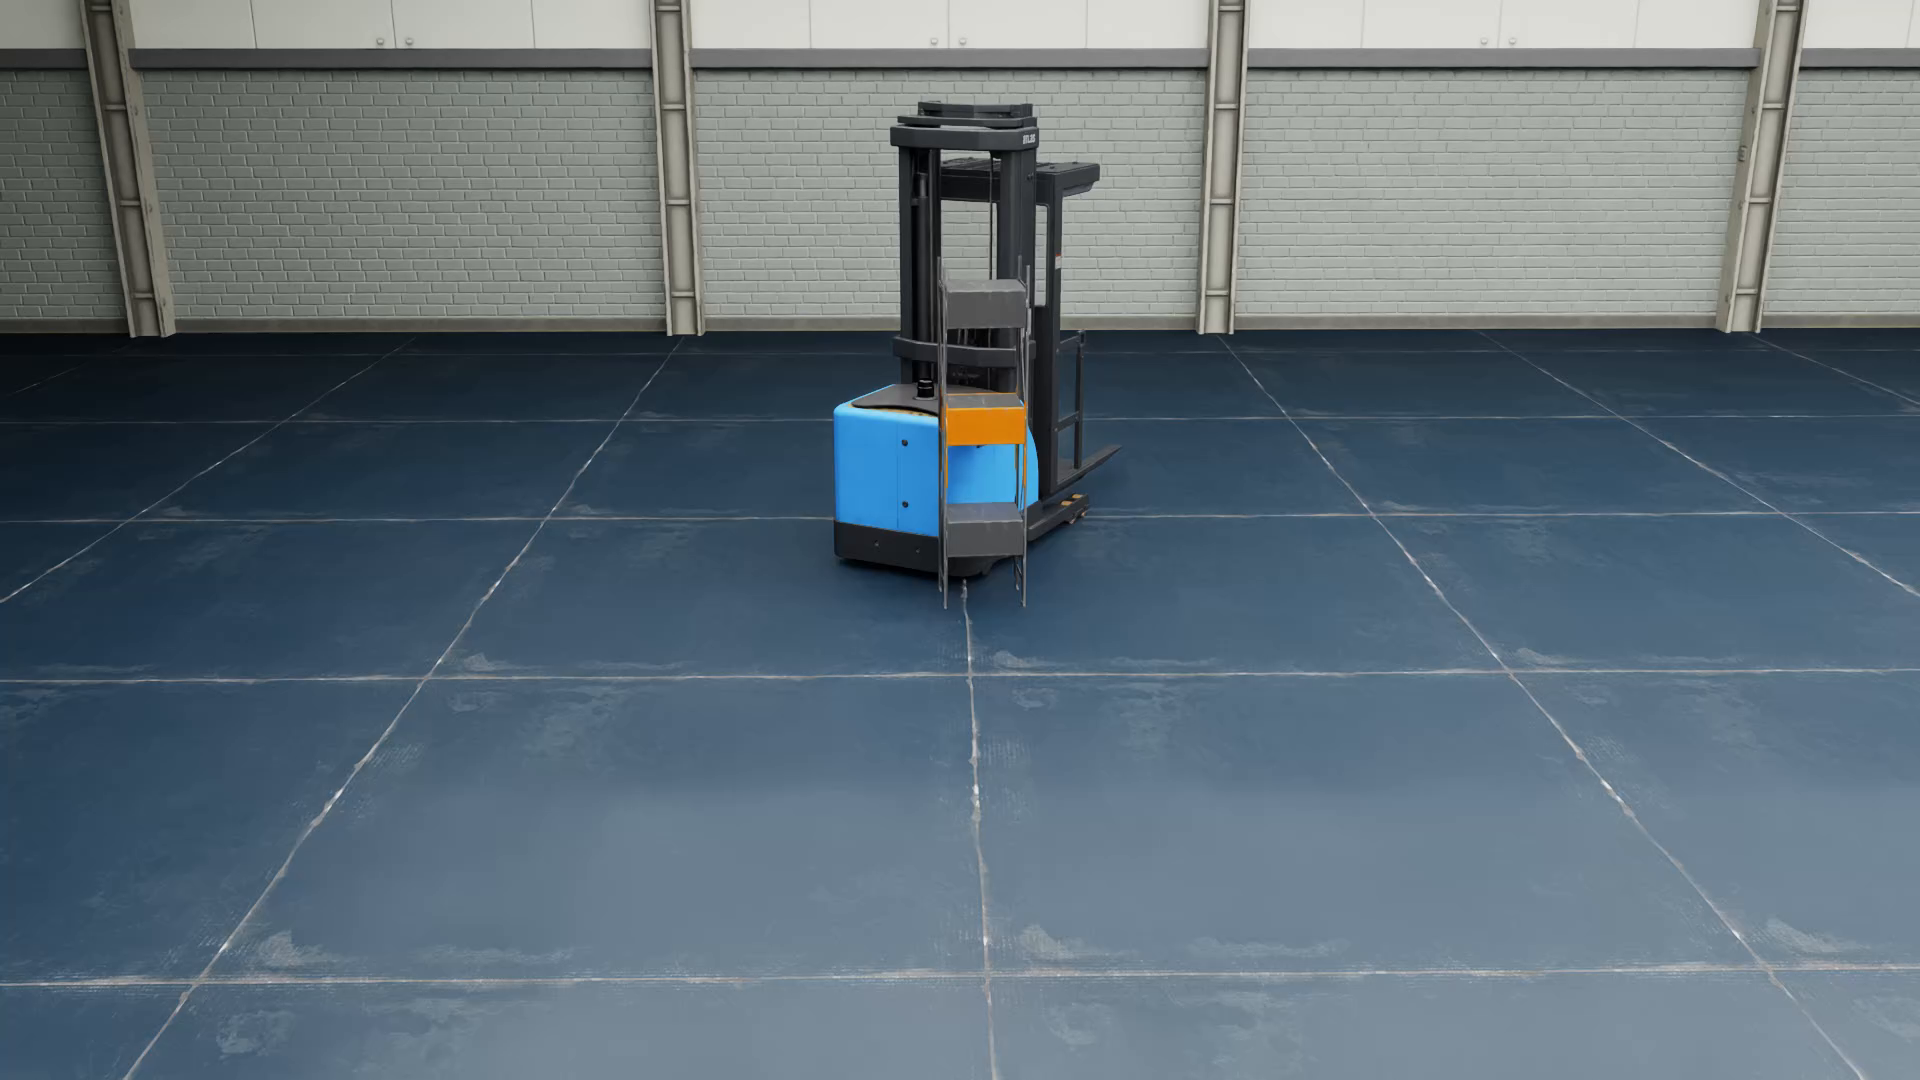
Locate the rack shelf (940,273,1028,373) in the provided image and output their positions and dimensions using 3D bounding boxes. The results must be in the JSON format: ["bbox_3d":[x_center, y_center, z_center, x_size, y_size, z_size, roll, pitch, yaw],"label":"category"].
[{"bbox_3d":[0.134,-1.294,9.897,0.480,0.518,0.431,-2,18,-5],"label":"rack shelf"}]

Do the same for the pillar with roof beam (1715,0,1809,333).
[{"bbox_3d":[8.963,-5.374,13.569,0.400,9.000,9.100,0,18,-1],"label":"pillar with roof beam"}]

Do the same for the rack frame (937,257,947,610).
[{"bbox_3d":[-0.109,-0.633,10.084,0.015,2.100,0.400,-2,18,-5],"label":"rack frame"}]

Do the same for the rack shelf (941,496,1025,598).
[{"bbox_3d":[0.134,0.039,10.324,0.480,0.518,0.431,-2,18,-5],"label":"rack shelf"}]

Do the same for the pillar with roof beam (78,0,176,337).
[{"bbox_3d":[-9.034,-5.288,13.299,0.400,9.000,9.100,0,18,-1],"label":"pillar with roof beam"}]

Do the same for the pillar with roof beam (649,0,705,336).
[{"bbox_3d":[-3.035,-5.317,13.389,0.400,9.000,9.100,0,18,-1],"label":"pillar with roof beam"}]

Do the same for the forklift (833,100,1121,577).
[{"bbox_3d":[0.288,-1.566,11.632,1.130,2.935,3.031,9,20,26],"label":"forklift"}]

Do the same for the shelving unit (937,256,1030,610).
[{"bbox_3d":[0.134,-0.640,10.106,0.503,2.100,0.431,-2,18,-5],"label":"shelving unit"}]

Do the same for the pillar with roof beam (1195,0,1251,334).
[{"bbox_3d":[2.964,-5.345,13.479,0.400,9.000,9.100,0,18,-1],"label":"pillar with roof beam"}]

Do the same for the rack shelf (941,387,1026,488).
[{"bbox_3d":[0.134,-0.627,10.111,0.480,0.518,0.431,-2,18,-5],"label":"rack shelf"}]

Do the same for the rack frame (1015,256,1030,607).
[{"bbox_3d":[0.377,-0.648,10.129,0.015,2.100,0.400,-2,18,-5],"label":"rack frame"}]
